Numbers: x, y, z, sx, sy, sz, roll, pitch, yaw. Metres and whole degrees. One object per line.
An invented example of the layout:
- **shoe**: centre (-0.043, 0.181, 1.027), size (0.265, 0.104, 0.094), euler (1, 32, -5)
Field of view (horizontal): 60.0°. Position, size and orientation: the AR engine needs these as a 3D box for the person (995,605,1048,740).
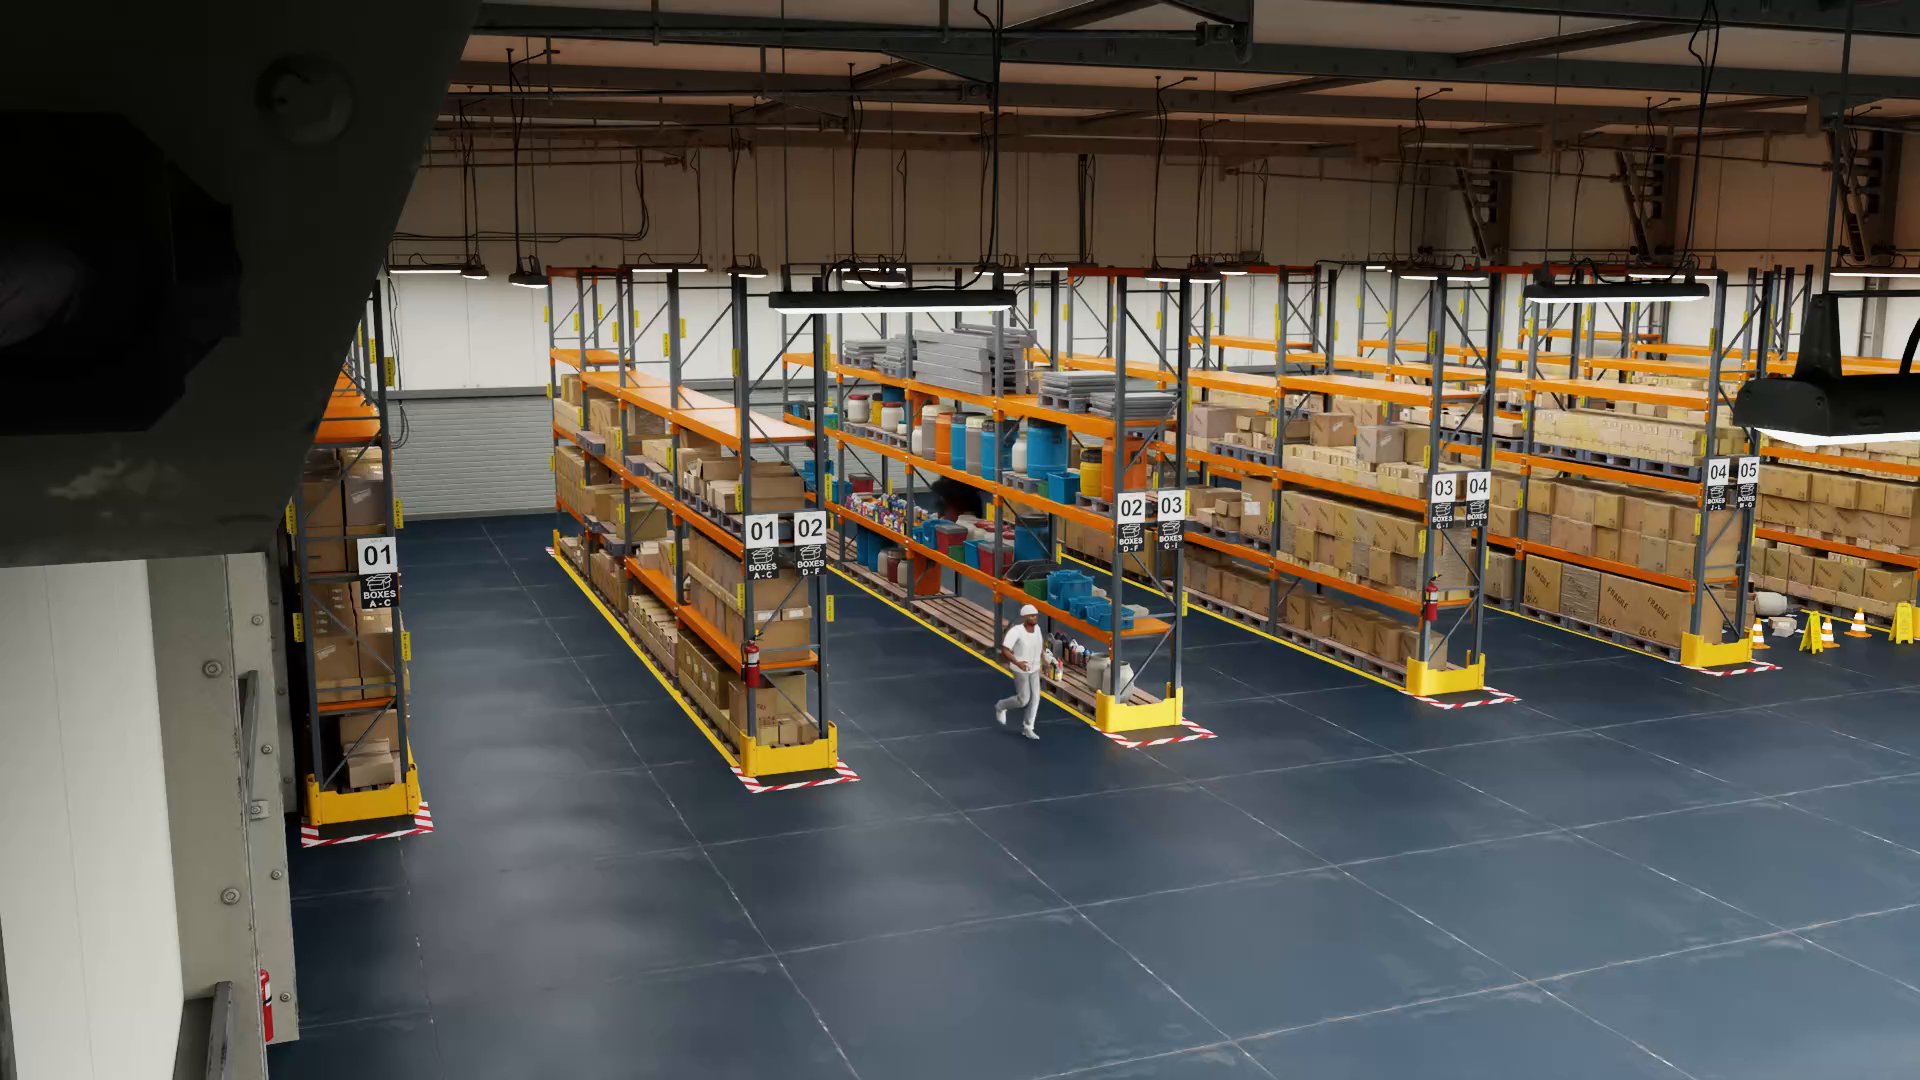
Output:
- **person**: centre (0.847, 1.707, 21.946), size (0.735, 1.753, 0.755), euler (-9, 13, -42)
